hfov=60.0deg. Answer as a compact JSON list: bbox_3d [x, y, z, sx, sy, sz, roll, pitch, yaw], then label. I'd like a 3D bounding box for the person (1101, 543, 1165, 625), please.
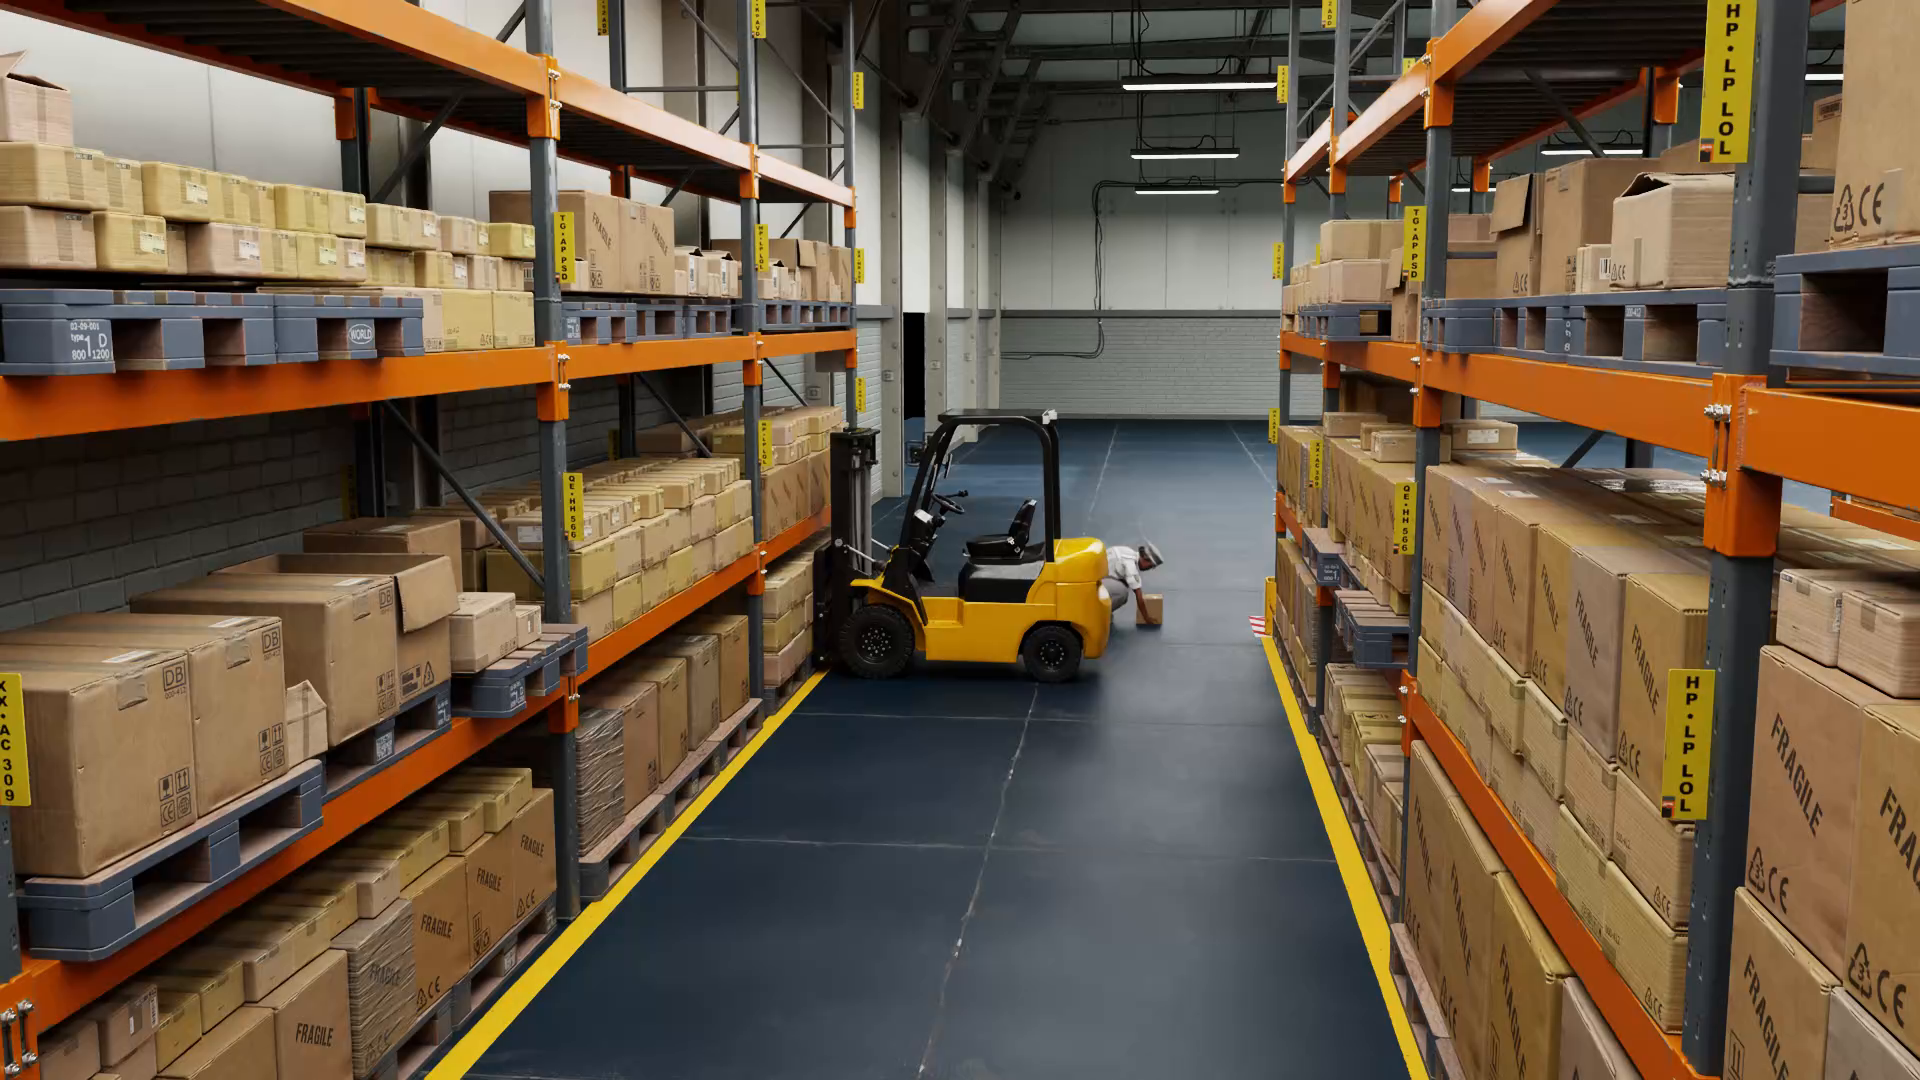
[{"bbox_3d":[1.527,0.430,16.110,0.911,0.807,0.464,1,8,5],"label":"person"}]
